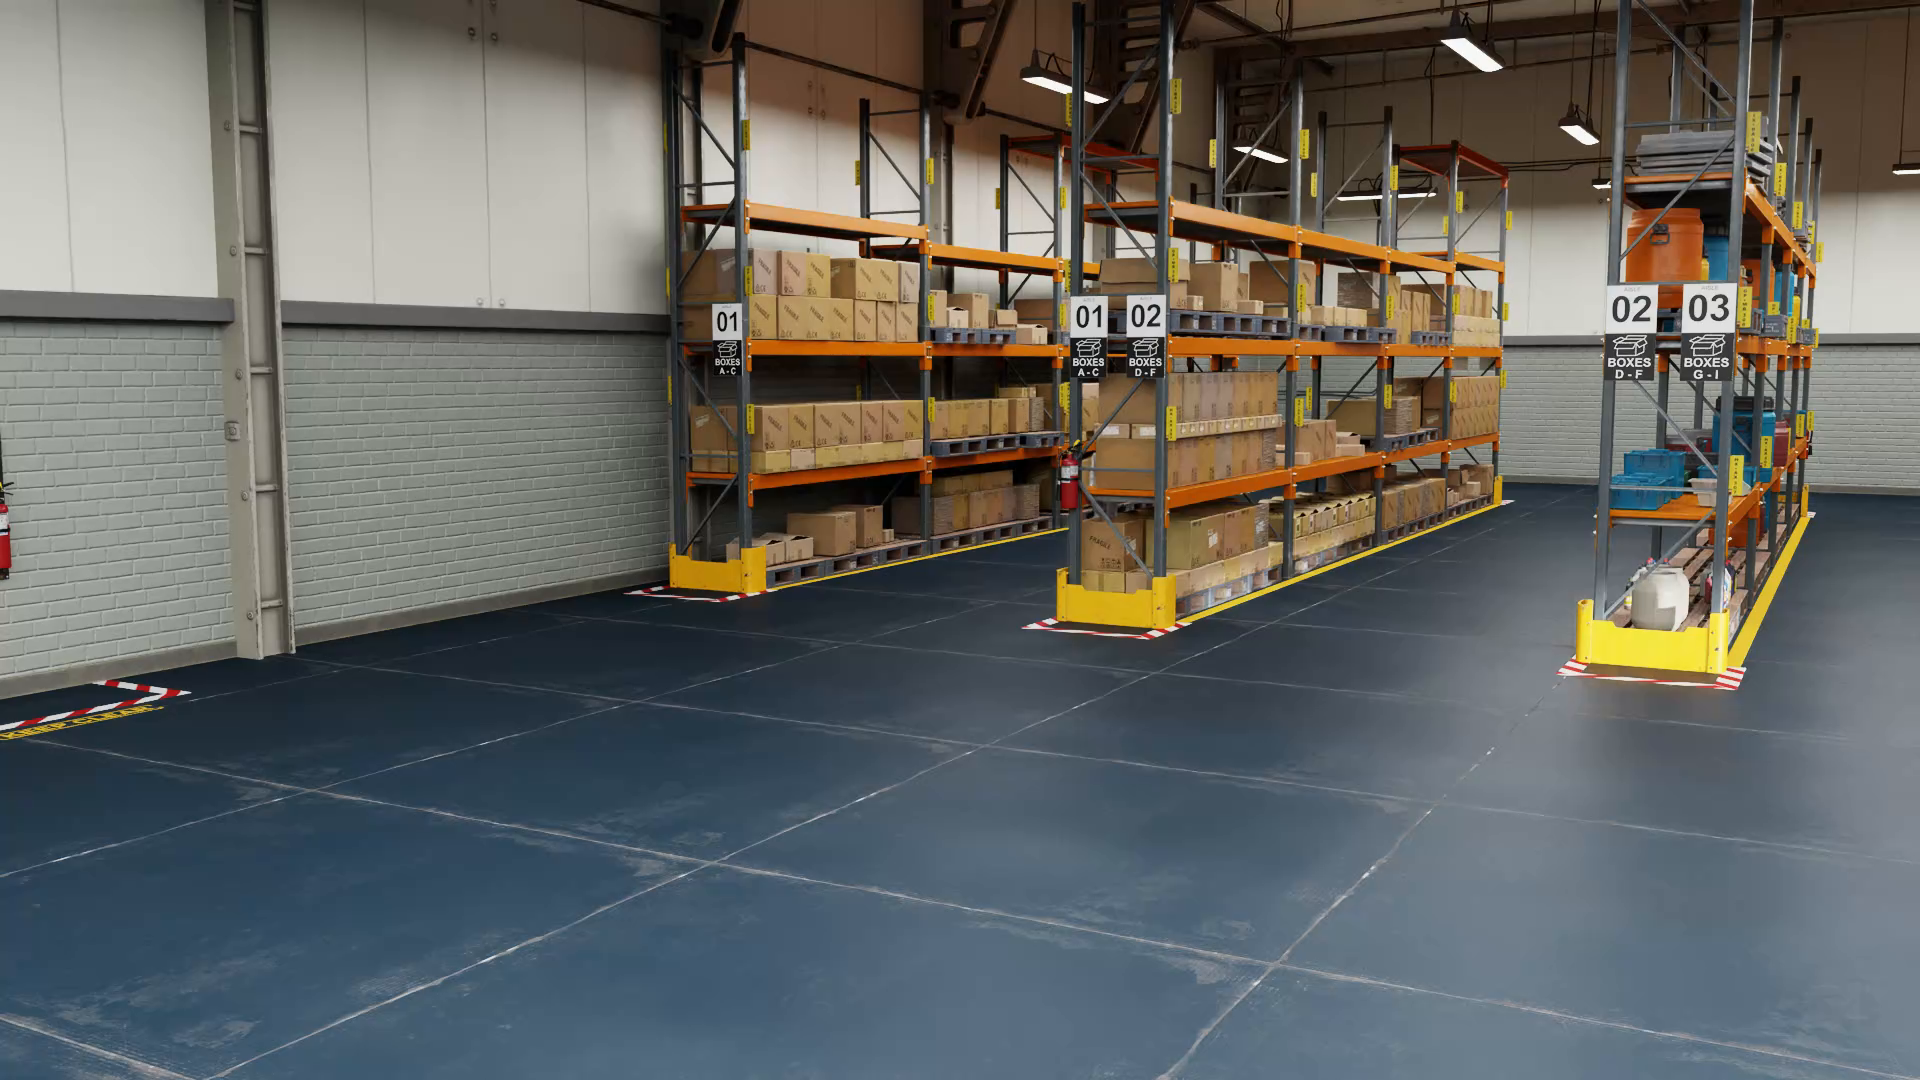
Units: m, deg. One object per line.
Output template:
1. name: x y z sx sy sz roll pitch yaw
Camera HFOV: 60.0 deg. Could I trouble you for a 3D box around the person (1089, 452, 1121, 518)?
1. person: 1.923 -0.609 21.966 0.427 1.594 0.433 2 6 18
